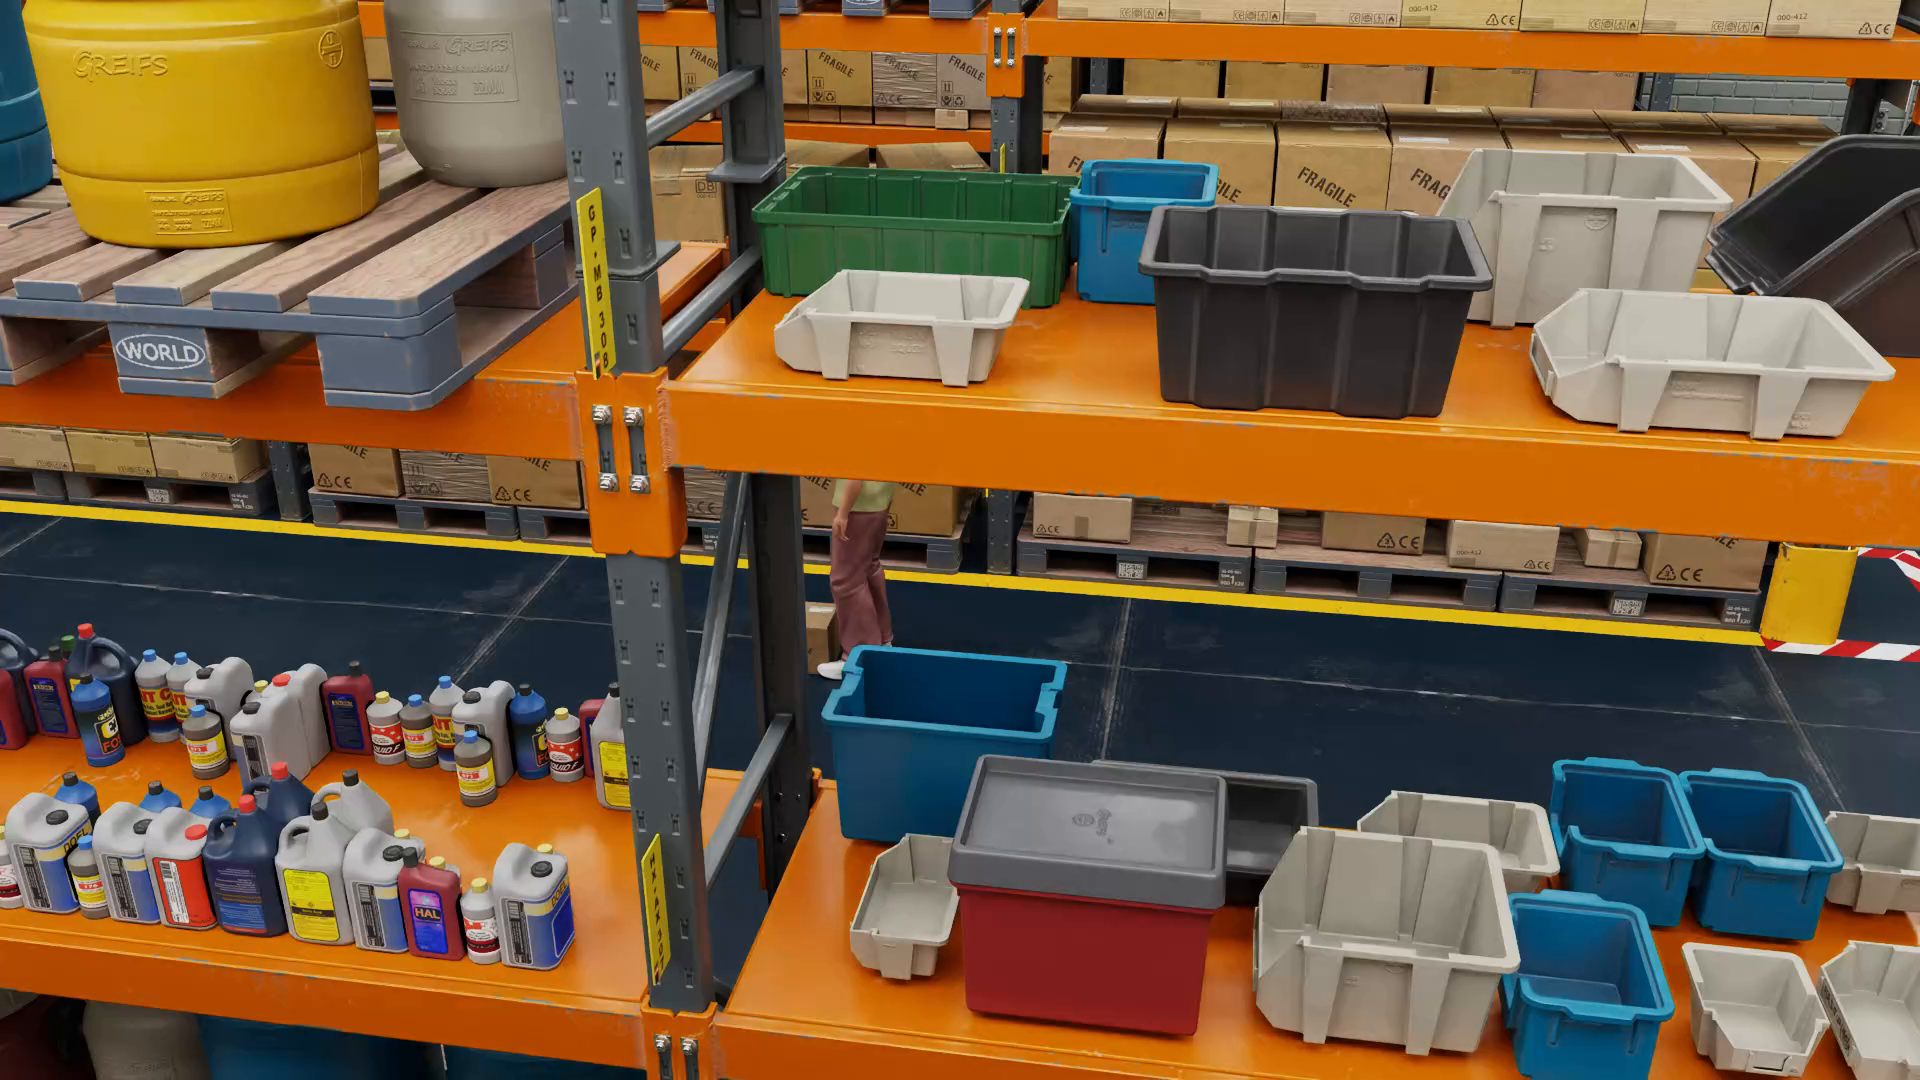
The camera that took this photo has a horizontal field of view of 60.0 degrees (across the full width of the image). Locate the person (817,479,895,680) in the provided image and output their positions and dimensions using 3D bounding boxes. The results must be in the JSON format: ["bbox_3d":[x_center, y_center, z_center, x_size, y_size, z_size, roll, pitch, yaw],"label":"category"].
[{"bbox_3d":[-0.469,-0.172,7.477,0.357,1.673,0.499,5,25,10],"label":"person"}]
